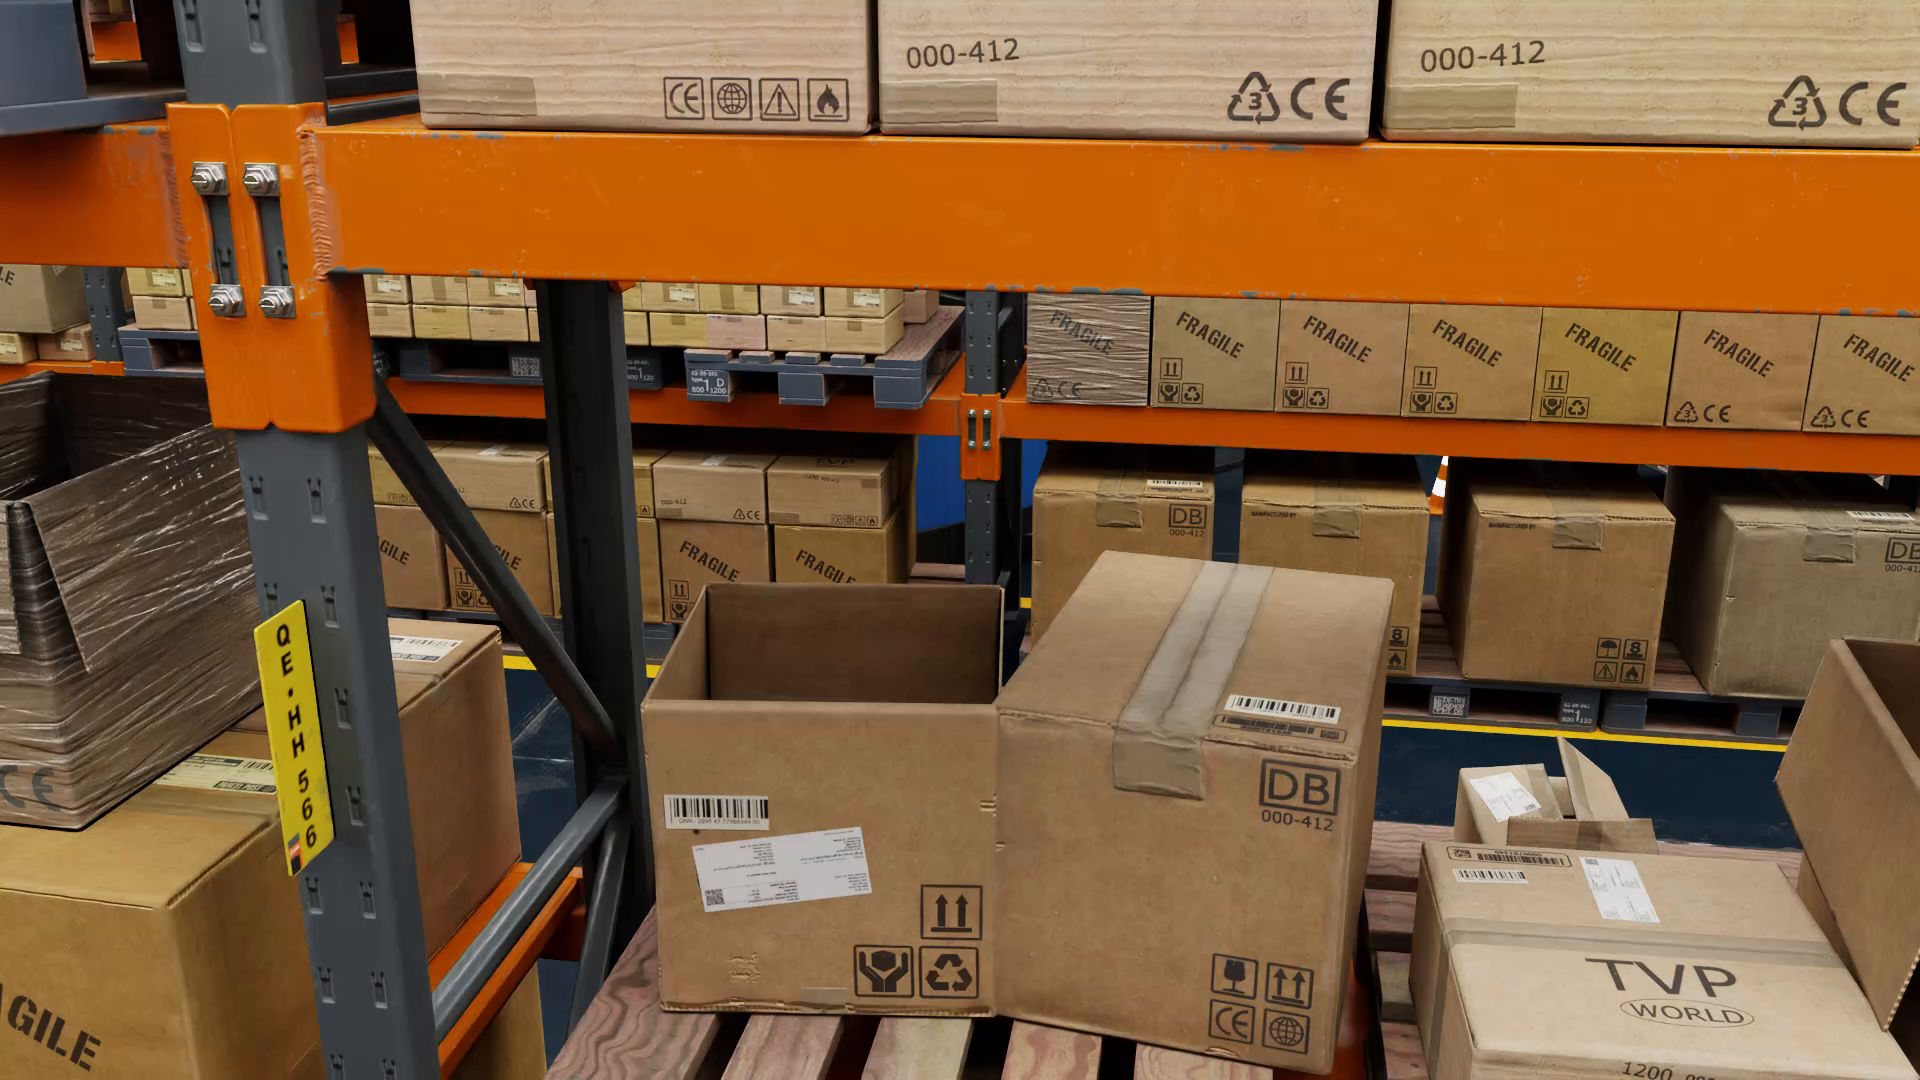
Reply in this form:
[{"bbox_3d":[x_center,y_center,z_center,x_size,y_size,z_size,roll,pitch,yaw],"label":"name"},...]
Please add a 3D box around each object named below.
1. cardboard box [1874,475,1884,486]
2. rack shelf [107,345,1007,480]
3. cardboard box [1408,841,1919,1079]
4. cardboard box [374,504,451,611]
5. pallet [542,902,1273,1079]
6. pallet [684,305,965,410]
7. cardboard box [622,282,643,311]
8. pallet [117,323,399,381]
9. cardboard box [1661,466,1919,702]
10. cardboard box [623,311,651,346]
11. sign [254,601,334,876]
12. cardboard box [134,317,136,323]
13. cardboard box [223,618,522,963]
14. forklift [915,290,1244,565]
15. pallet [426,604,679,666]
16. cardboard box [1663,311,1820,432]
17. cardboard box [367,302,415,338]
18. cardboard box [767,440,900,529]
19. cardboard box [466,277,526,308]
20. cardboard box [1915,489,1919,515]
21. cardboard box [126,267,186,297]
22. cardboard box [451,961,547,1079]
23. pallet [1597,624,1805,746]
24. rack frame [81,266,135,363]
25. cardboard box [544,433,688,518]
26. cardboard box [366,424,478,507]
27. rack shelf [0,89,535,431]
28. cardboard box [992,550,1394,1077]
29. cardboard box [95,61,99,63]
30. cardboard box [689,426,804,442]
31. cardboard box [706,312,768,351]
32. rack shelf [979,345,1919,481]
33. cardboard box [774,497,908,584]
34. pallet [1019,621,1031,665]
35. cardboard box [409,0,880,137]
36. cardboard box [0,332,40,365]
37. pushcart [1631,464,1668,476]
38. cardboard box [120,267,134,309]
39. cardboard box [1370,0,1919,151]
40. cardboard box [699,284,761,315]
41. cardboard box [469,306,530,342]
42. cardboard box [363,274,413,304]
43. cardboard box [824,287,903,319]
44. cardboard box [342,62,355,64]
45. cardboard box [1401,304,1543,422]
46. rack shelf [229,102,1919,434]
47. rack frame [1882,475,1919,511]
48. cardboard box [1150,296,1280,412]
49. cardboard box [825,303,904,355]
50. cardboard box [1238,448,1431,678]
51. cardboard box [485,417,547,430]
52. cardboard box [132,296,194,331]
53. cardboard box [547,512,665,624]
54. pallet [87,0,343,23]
[{"bbox_3d":[5.261,-0.276,9.709,0.396,0.266,0.258,-11,21,-29],"label":"cardboard box"},{"bbox_3d":[-1.813,-0.691,7.774,4.000,0.370,1.077,3,19,9],"label":"rack shelf"},{"bbox_3d":[0.894,0.646,2.220,0.500,0.250,0.500,2,19,7],"label":"cardboard box"},{"bbox_3d":[-2.577,0.000,7.853,0.500,0.500,0.500,4,19,11],"label":"cardboard box"},{"bbox_3d":[-0.004,0.711,2.753,1.003,0.211,1.213,3,19,9],"label":"pallet"},{"bbox_3d":[-0.558,-0.843,7.397,1.003,0.211,1.213,3,19,9],"label":"pallet"},{"bbox_3d":[-1.414,-1.086,7.086,0.250,0.149,0.380,3,19,8],"label":"cardboard box"},{"bbox_3d":[-3.056,-0.958,7.740,1.213,0.211,1.003,3,19,9],"label":"pallet"},{"bbox_3d":[3.484,0.135,7.057,0.750,0.750,1.050,3,19,8],"label":"cardboard box"},{"bbox_3d":[-1.408,-0.945,7.133,0.250,0.149,0.380,2,19,6],"label":"cardboard box"},{"bbox_3d":[-0.809,0.243,2.026,0.005,0.325,0.100,3,19,9],"label":"sign"},{"bbox_3d":[-4.015,-1.130,8.349,0.250,0.149,0.380,4,19,11],"label":"cardboard box"},{"bbox_3d":[-1.161,0.460,3.042,0.500,0.500,0.500,3,19,10],"label":"cardboard box"},{"bbox_3d":[0.542,-1.518,9.220,3.031,2.935,1.130,-13,23,-34],"label":"forklift"},{"bbox_3d":[-1.810,0.289,8.106,1.213,0.211,1.003,3,19,9],"label":"pallet"},{"bbox_3d":[3.055,-0.745,6.646,0.500,0.500,0.500,3,19,8],"label":"cardboard box"},{"bbox_3d":[-2.451,-0.997,7.290,0.250,0.149,0.380,2,19,6],"label":"cardboard box"},{"bbox_3d":[-0.555,-0.253,7.427,0.500,0.250,0.500,2,19,7],"label":"cardboard box"},{"bbox_3d":[-1.927,-1.112,7.163,0.250,0.149,0.380,3,19,8],"label":"cardboard box"},{"bbox_3d":[5.686,-0.305,9.207,0.503,0.637,0.797,3,19,9],"label":"cardboard box"},{"bbox_3d":[-3.471,-1.190,7.397,0.250,0.149,0.380,3,19,10],"label":"cardboard box"},{"bbox_3d":[-1.402,1.385,3.124,0.875,0.875,1.225,2,19,6],"label":"cardboard box"},{"bbox_3d":[3.338,0.577,7.245,1.213,0.211,1.003,3,19,9],"label":"pallet"},{"bbox_3d":[-3.787,-1.133,7.961,0.127,3.000,1.000,3,19,9],"label":"rack frame"},{"bbox_3d":[-1.554,-0.305,7.584,0.500,0.250,0.500,3,19,10],"label":"cardboard box"},{"bbox_3d":[-2.573,-0.356,7.735,0.500,0.250,0.500,3,19,10],"label":"cardboard box"},{"bbox_3d":[-2.699,-0.564,2.669,4.000,0.370,1.077,3,19,9],"label":"rack shelf"},{"bbox_3d":[0.382,0.382,2.613,0.500,0.500,0.700,6,19,17],"label":"cardboard box"},{"bbox_3d":[-6.475,-3.623,12.649,0.250,0.149,0.380,3,19,10],"label":"cardboard box"},{"bbox_3d":[-0.981,-0.437,7.977,0.500,0.250,0.500,3,19,8],"label":"cardboard box"},{"bbox_3d":[-0.897,-0.918,7.053,0.250,0.149,0.380,3,19,10],"label":"cardboard box"},{"bbox_3d":[2.137,-0.489,7.172,4.000,0.370,1.077,3,19,9],"label":"rack shelf"},{"bbox_3d":[-0.529,0.104,7.543,0.500,0.500,0.500,3,19,8],"label":"cardboard box"},{"bbox_3d":[0.929,0.454,7.612,1.213,0.211,1.003,3,19,9],"label":"pallet"},{"bbox_3d":[-0.301,-0.630,1.969,0.500,0.250,0.500,3,19,10],"label":"cardboard box"},{"bbox_3d":[-4.378,-0.933,7.761,0.250,0.149,0.380,2,19,7],"label":"cardboard box"},{"bbox_3d":[4.485,-0.325,9.681,0.936,0.377,1.648,-3,19,-10],"label":"pushcart"},{"bbox_3d":[-4.236,-1.425,8.208,0.500,0.500,0.500,3,19,8],"label":"cardboard box"},{"bbox_3d":[0.715,-0.582,1.823,0.500,0.250,0.500,3,19,10],"label":"cardboard box"},{"bbox_3d":[-0.922,-1.060,7.009,0.250,0.149,0.380,3,19,10],"label":"cardboard box"},{"bbox_3d":[-1.933,-0.971,7.212,0.250,0.149,0.380,2,19,6],"label":"cardboard box"},{"bbox_3d":[-2.437,-1.139,7.244,0.250,0.149,0.380,4,19,11],"label":"cardboard box"},{"bbox_3d":[-0.398,-1.035,6.933,0.250,0.149,0.380,3,19,10],"label":"cardboard box"},{"bbox_3d":[-4.450,-3.505,12.295,0.250,0.149,0.380,3,19,8],"label":"cardboard box"},{"bbox_3d":[2.054,-0.795,6.796,0.500,0.500,0.500,3,19,8],"label":"cardboard box"},{"bbox_3d":[1.250,-0.363,2.067,4.000,0.370,1.077,3,19,9],"label":"rack shelf"},{"bbox_3d":[4.112,-0.730,6.757,0.127,3.000,1.000,3,19,9],"label":"rack frame"},{"bbox_3d":[1.065,-0.847,6.949,0.500,0.500,0.500,3,19,8],"label":"cardboard box"},{"bbox_3d":[-0.398,-0.892,6.976,0.250,0.149,0.380,3,19,10],"label":"cardboard box"},{"bbox_3d":[1.613,0.038,7.345,0.750,0.750,1.050,3,19,9],"label":"cardboard box"},{"bbox_3d":[-1.982,-0.491,8.140,0.500,0.250,0.500,2,19,6],"label":"cardboard box"},{"bbox_3d":[-3.471,-1.049,7.444,0.250,0.149,0.380,2,19,6],"label":"cardboard box"},{"bbox_3d":[-1.566,0.055,7.689,0.500,0.500,0.500,2,19,6],"label":"cardboard box"},{"bbox_3d":[-3.195,-2.402,7.322,1.003,0.211,1.213,3,19,9],"label":"pallet"}]
